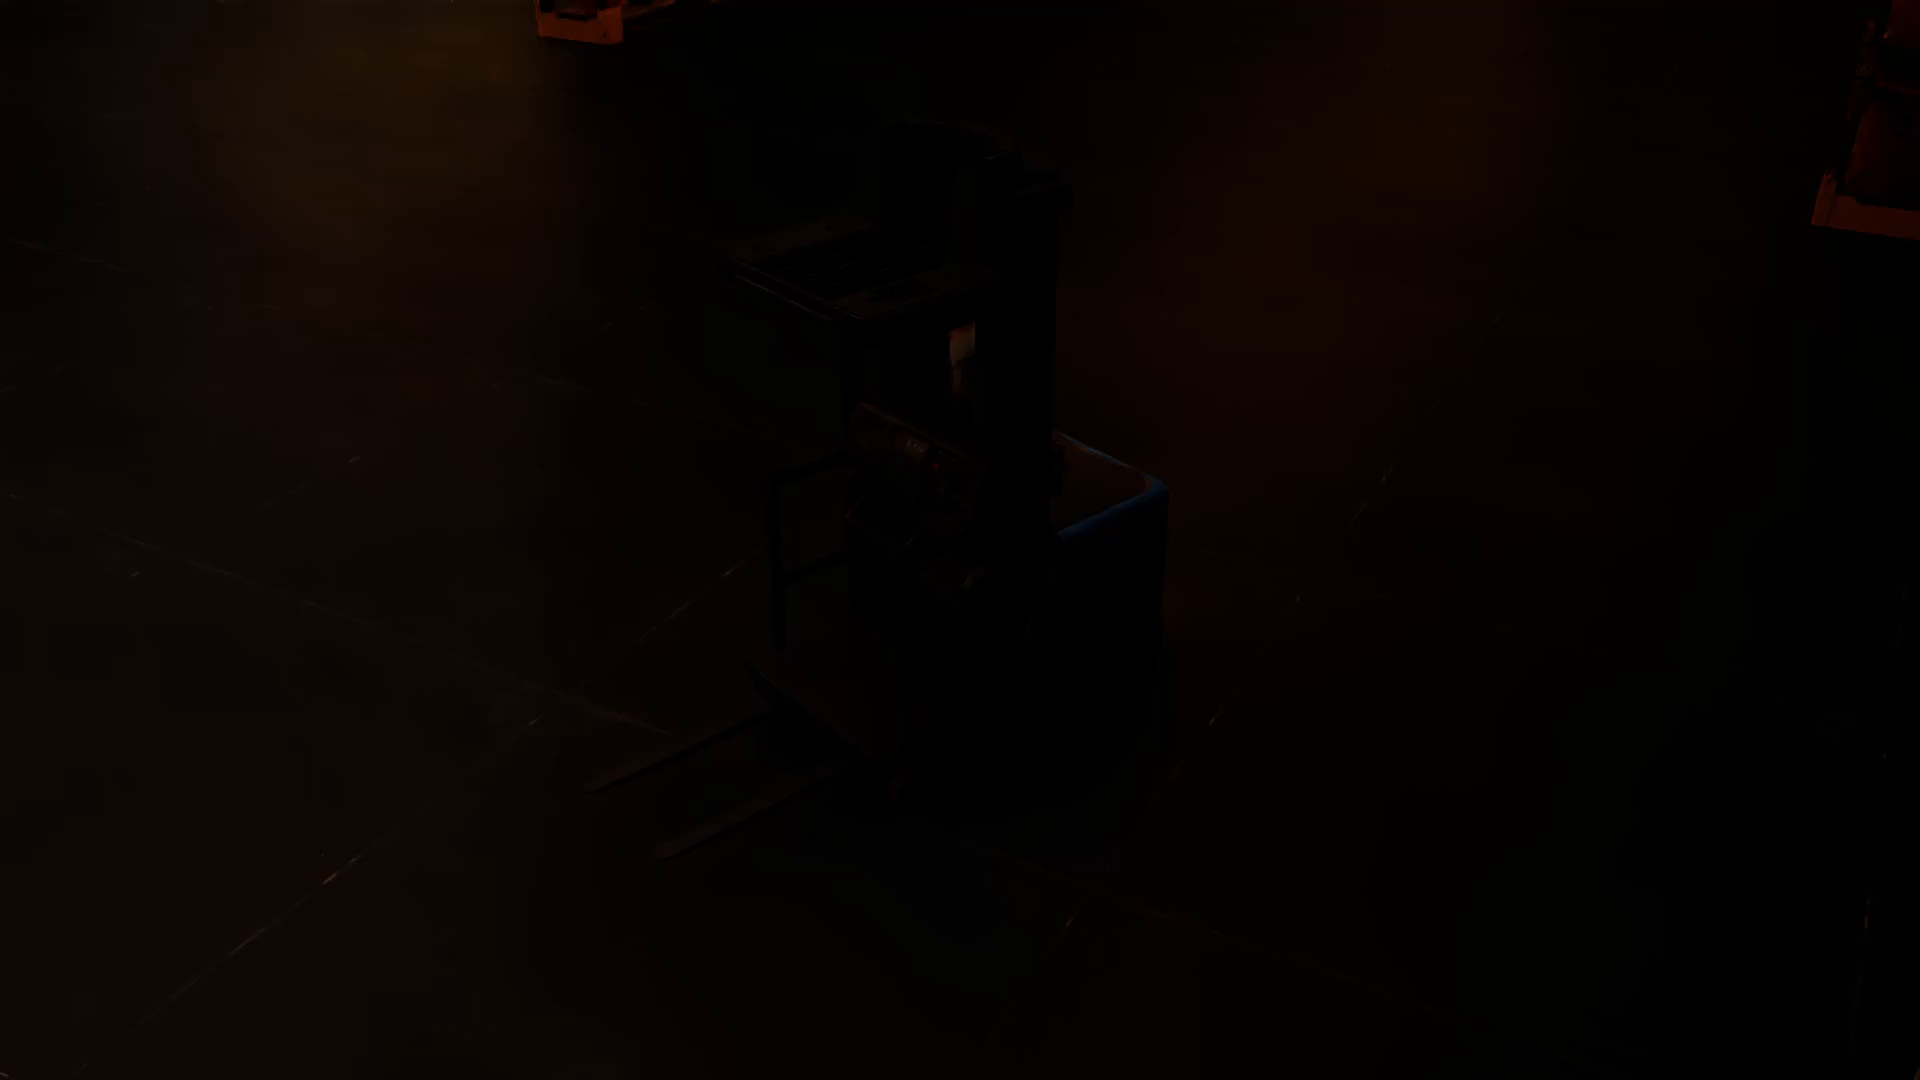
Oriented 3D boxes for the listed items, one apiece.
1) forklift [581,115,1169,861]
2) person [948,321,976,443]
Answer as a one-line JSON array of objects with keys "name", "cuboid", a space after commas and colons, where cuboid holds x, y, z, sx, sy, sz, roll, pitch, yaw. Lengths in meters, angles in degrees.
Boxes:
[{"name": "forklift", "cuboid": [-0.374, -0.318, 7.622, 3.031, 2.935, 1.130, -24, 37, -35]}, {"name": "person", "cuboid": [-0.003, -0.720, 9.578, 0.432, 1.673, 0.365, 15, 33, 25]}]
